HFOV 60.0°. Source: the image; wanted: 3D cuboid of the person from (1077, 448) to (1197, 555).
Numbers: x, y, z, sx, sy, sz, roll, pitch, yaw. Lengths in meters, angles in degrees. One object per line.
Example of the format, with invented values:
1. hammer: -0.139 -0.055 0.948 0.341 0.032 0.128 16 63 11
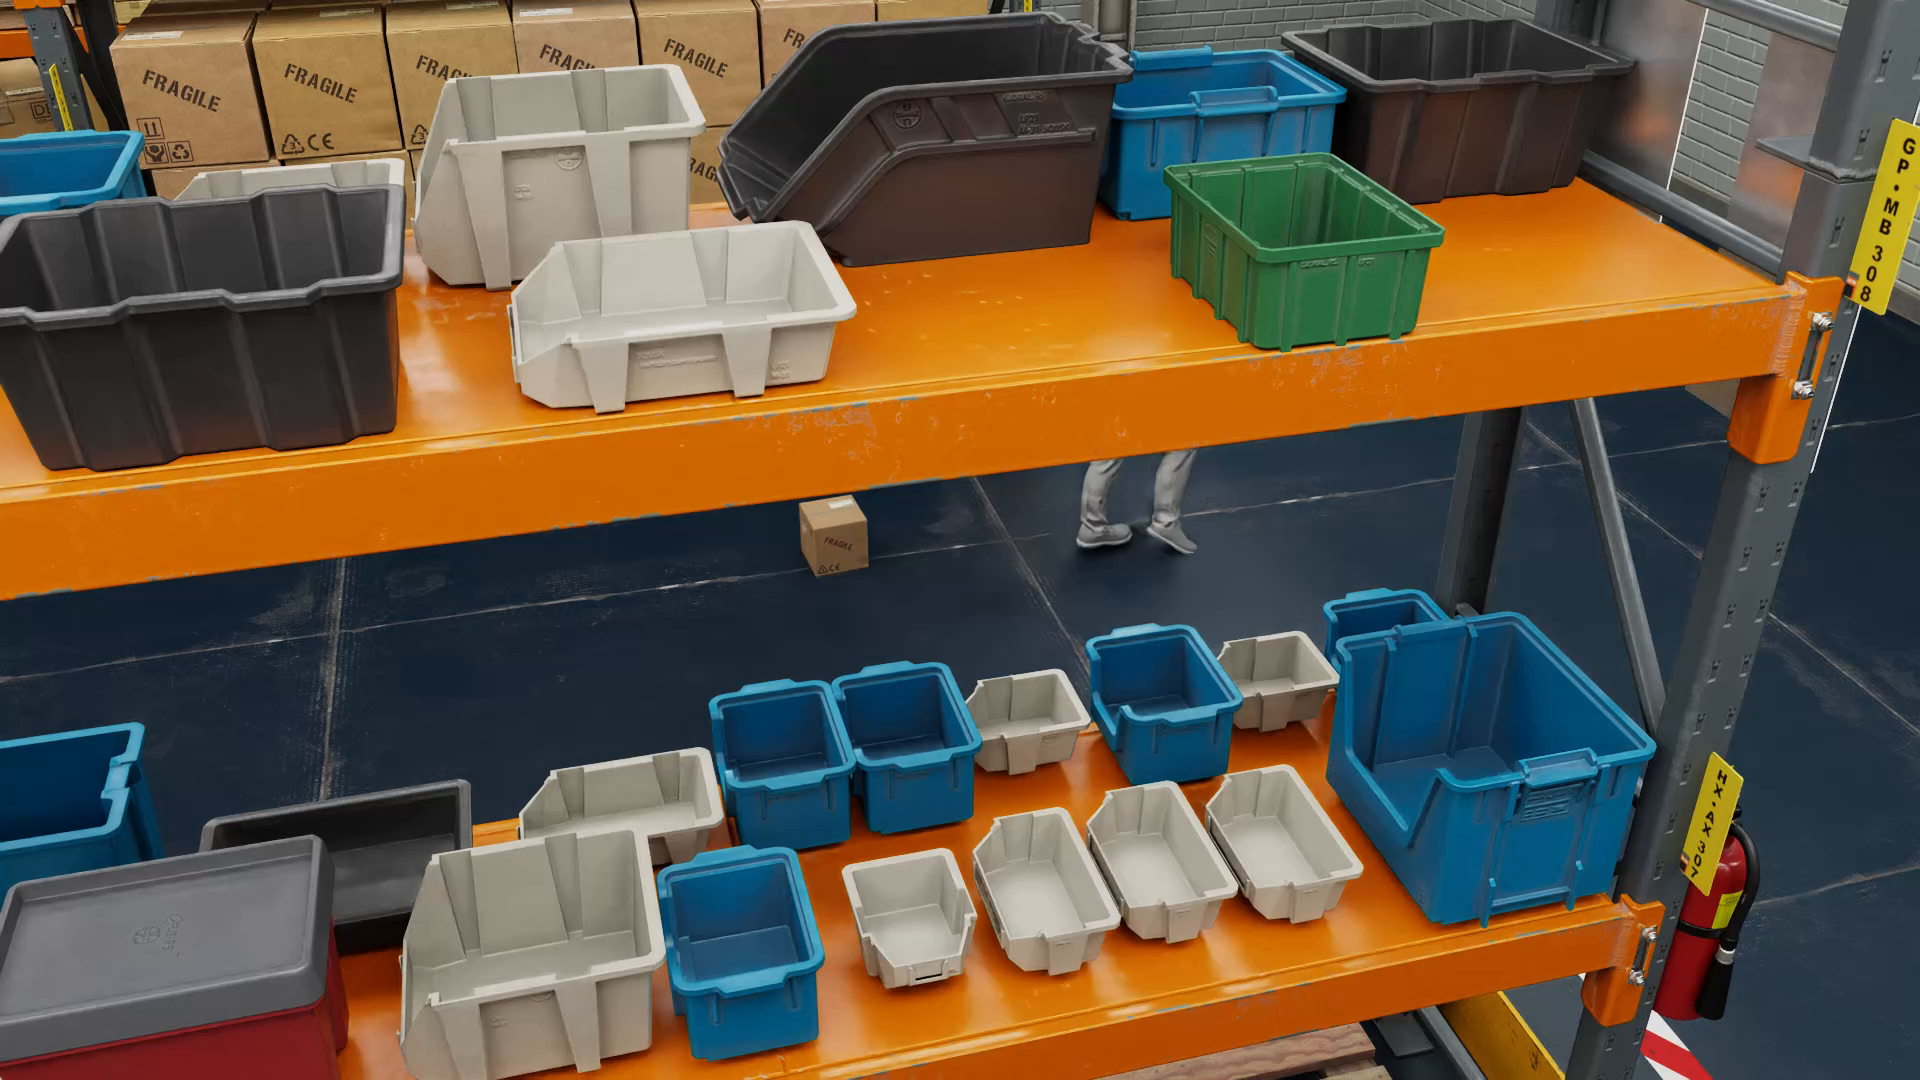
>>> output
1. person: 0.792 -0.688 7.306 0.534 1.719 0.563 -16 34 -26
